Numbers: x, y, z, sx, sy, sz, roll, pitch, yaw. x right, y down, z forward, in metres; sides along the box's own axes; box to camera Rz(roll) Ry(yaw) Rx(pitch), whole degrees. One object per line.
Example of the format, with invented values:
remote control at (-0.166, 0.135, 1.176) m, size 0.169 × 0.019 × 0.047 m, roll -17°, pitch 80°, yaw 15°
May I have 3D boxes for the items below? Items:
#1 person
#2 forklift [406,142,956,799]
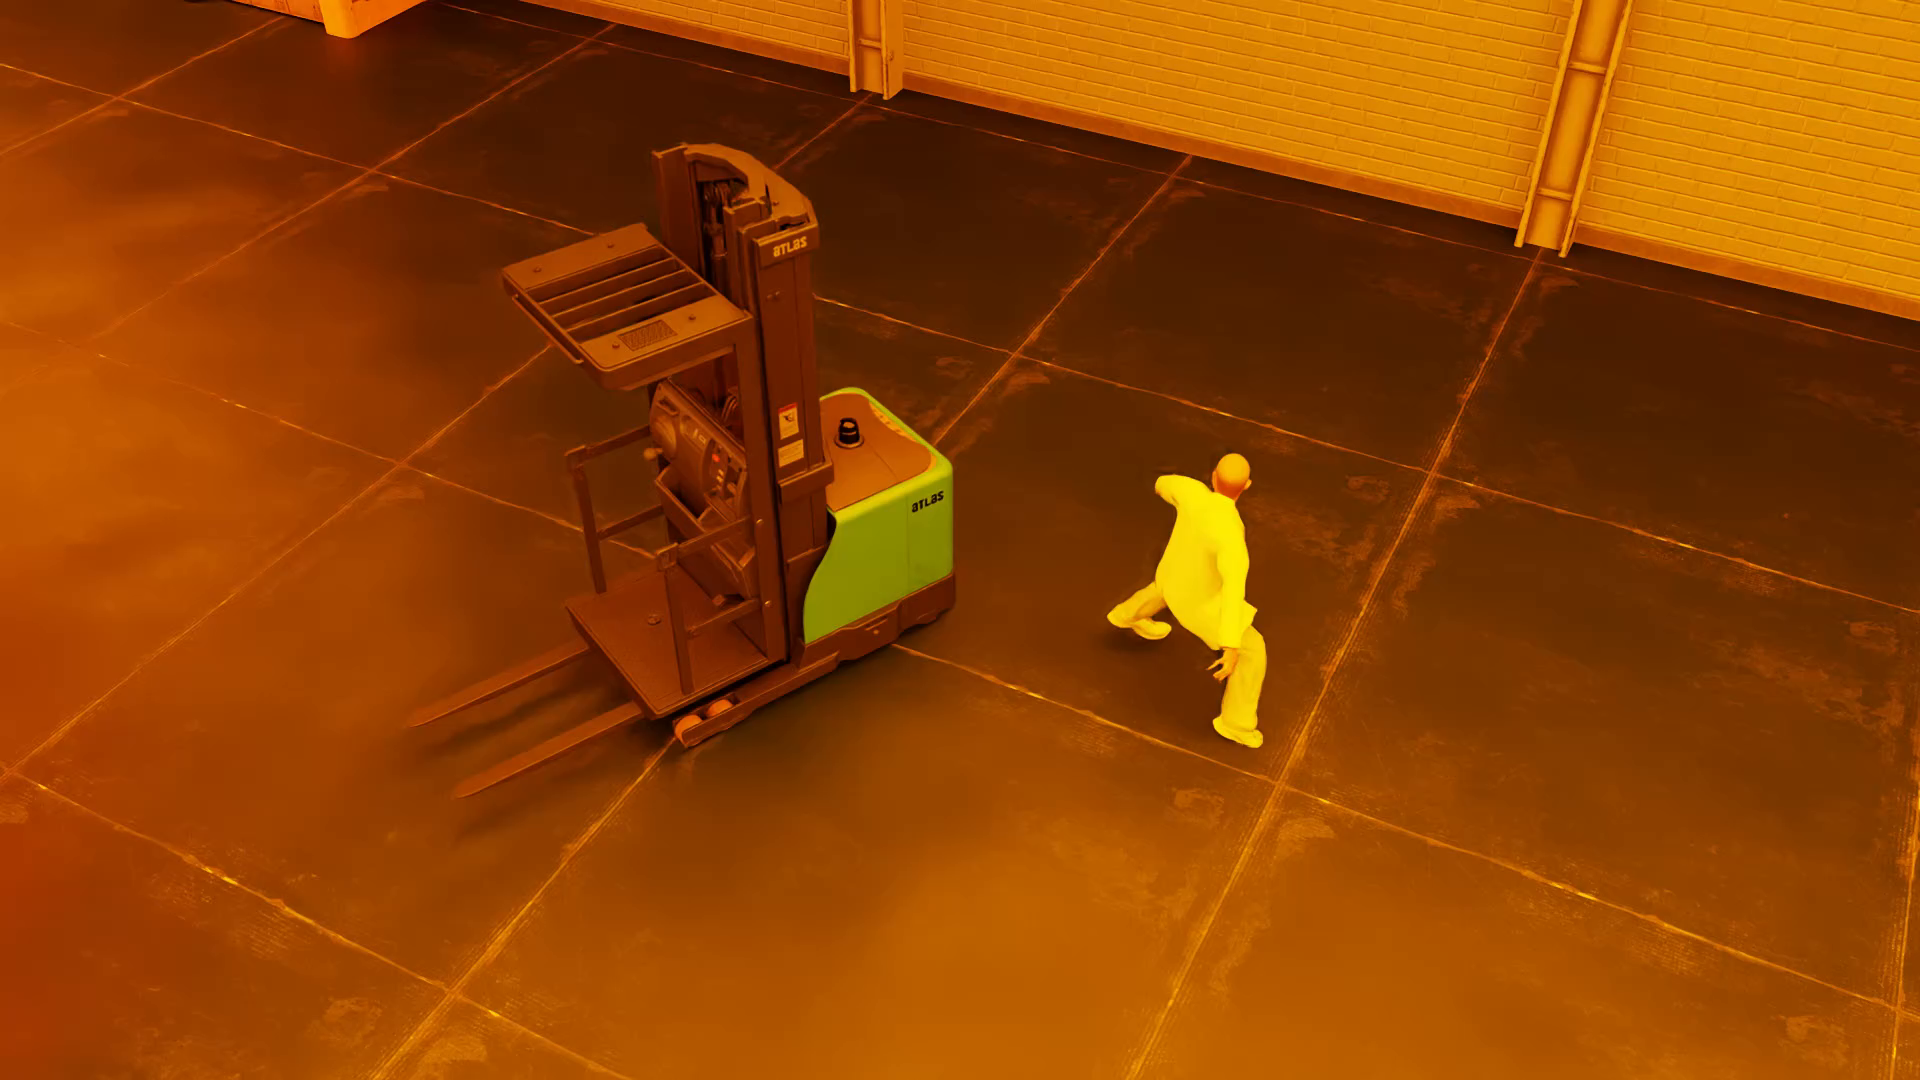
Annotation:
person at (1.286, 0.294, 8.732) m, size 0.592 × 1.701 × 1.218 m, roll -11°, pitch 41°, yaw -13°
forklift at (-1.512, -0.402, 8.464) m, size 3.031 × 2.935 × 1.130 m, roll -25°, pitch 46°, yaw -27°
